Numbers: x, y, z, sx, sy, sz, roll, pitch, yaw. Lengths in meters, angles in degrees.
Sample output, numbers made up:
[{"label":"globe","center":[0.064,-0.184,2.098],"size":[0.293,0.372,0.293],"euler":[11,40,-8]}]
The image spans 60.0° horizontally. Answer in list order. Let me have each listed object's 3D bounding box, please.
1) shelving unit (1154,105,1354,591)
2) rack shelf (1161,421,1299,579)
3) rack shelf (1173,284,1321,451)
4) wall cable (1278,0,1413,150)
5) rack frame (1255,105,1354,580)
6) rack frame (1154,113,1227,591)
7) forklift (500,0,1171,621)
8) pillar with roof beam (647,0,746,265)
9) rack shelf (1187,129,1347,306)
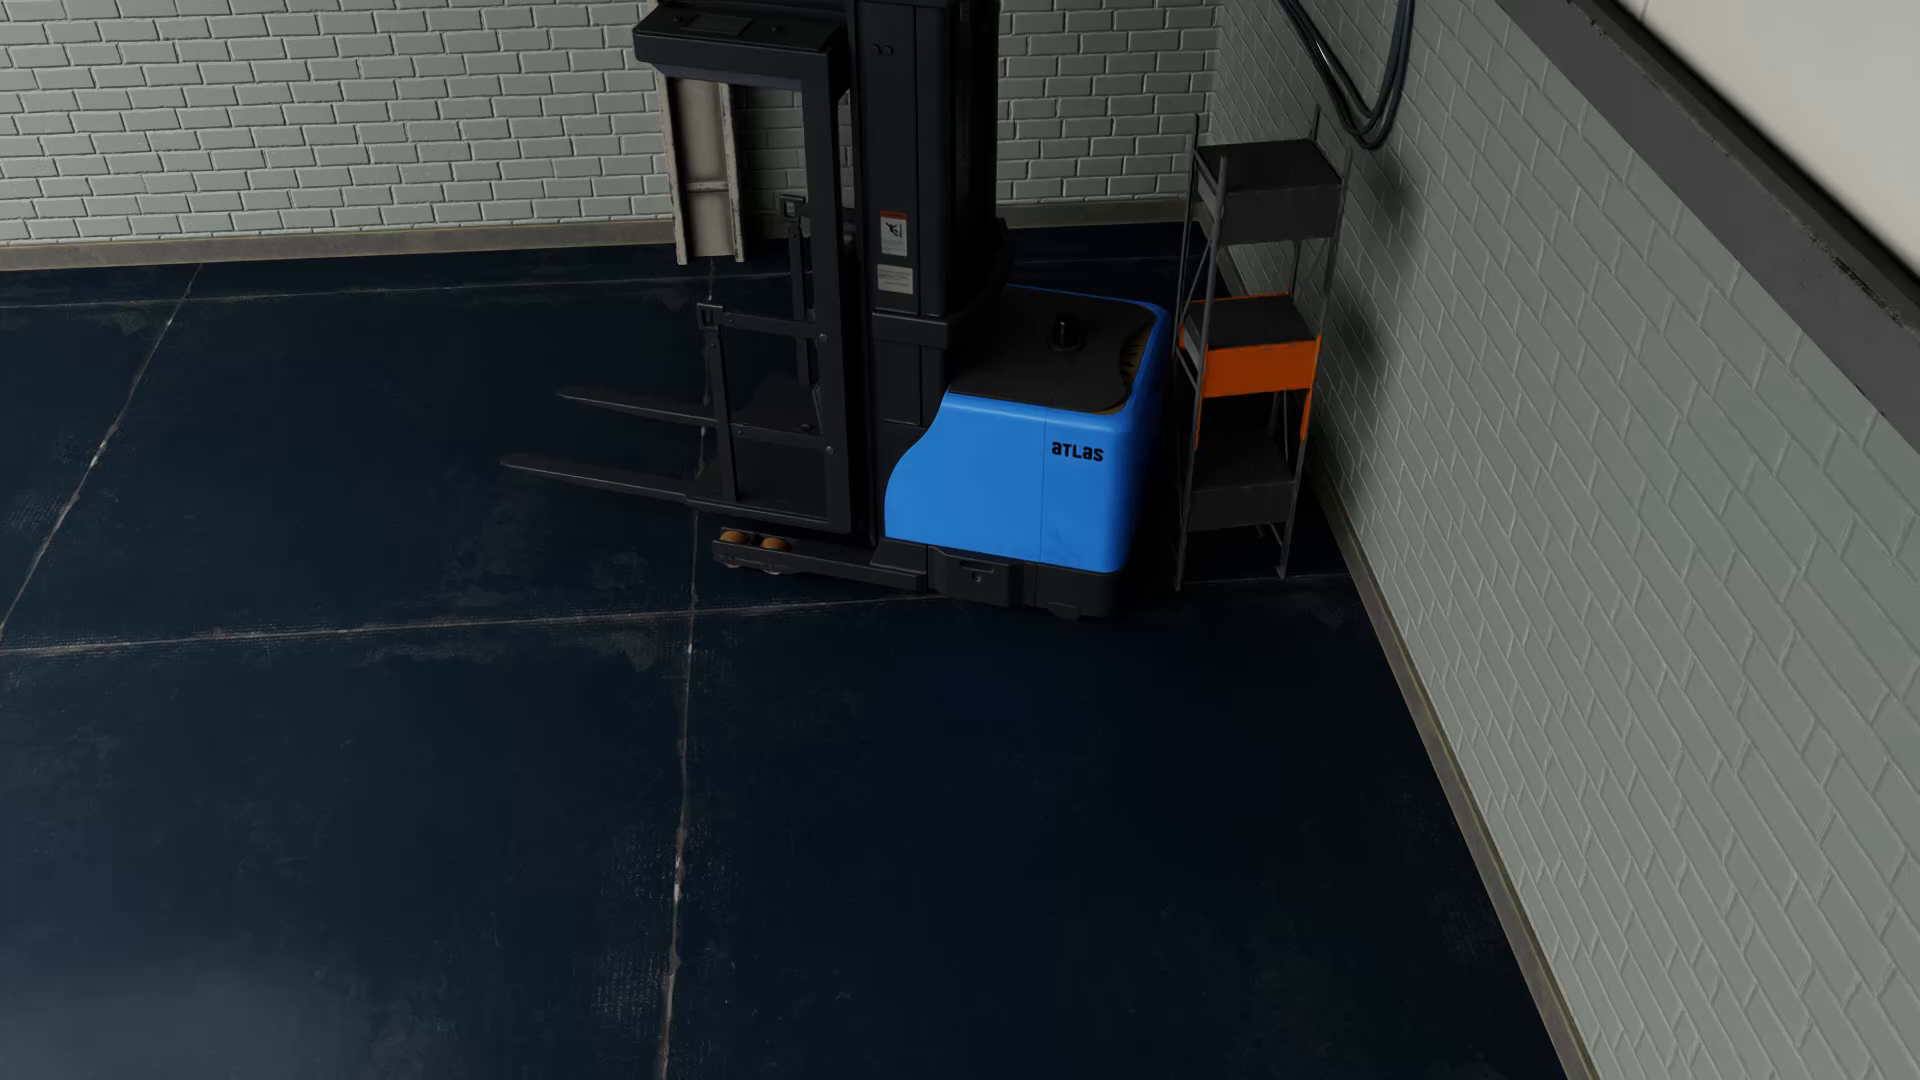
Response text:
[{"label":"shelving unit","center":[1.189,-0.738,6.987],"size":[0.503,2.100,0.431],"euler":[-6,39,-7]},{"label":"rack shelf","center":[1.188,-0.181,7.433],"size":[0.480,0.518,0.431],"euler":[-6,39,-7]},{"label":"rack shelf","center":[1.189,-0.727,6.995],"size":[0.480,0.518,0.431],"euler":[-6,39,-7]},{"label":"wall cable","center":[1.572,-3.390,7.289],"size":[0.112,2.526,3.097],"euler":[-3,38,-4]},{"label":"rack frame","center":[1.429,-0.762,7.018],"size":[0.015,2.100,0.400],"euler":[-6,39,-7]},{"label":"rack frame","center":[0.948,-0.713,6.955],"size":[0.015,2.100,0.400],"euler":[-6,39,-7]},{"label":"forklift","center":[-0.630,-1.300,7.031],"size":[3.031,2.935,1.130],"euler":[9,39,12]},{"label":"pillar with roof beam","center":[-1.098,-2.607,3.790],"size":[0.400,9.000,9.100],"euler":[-3,38,-4]},{"label":"rack shelf","center":[1.189,-1.273,6.557],"size":[0.480,0.518,0.431],"euler":[-6,39,-7]}]
